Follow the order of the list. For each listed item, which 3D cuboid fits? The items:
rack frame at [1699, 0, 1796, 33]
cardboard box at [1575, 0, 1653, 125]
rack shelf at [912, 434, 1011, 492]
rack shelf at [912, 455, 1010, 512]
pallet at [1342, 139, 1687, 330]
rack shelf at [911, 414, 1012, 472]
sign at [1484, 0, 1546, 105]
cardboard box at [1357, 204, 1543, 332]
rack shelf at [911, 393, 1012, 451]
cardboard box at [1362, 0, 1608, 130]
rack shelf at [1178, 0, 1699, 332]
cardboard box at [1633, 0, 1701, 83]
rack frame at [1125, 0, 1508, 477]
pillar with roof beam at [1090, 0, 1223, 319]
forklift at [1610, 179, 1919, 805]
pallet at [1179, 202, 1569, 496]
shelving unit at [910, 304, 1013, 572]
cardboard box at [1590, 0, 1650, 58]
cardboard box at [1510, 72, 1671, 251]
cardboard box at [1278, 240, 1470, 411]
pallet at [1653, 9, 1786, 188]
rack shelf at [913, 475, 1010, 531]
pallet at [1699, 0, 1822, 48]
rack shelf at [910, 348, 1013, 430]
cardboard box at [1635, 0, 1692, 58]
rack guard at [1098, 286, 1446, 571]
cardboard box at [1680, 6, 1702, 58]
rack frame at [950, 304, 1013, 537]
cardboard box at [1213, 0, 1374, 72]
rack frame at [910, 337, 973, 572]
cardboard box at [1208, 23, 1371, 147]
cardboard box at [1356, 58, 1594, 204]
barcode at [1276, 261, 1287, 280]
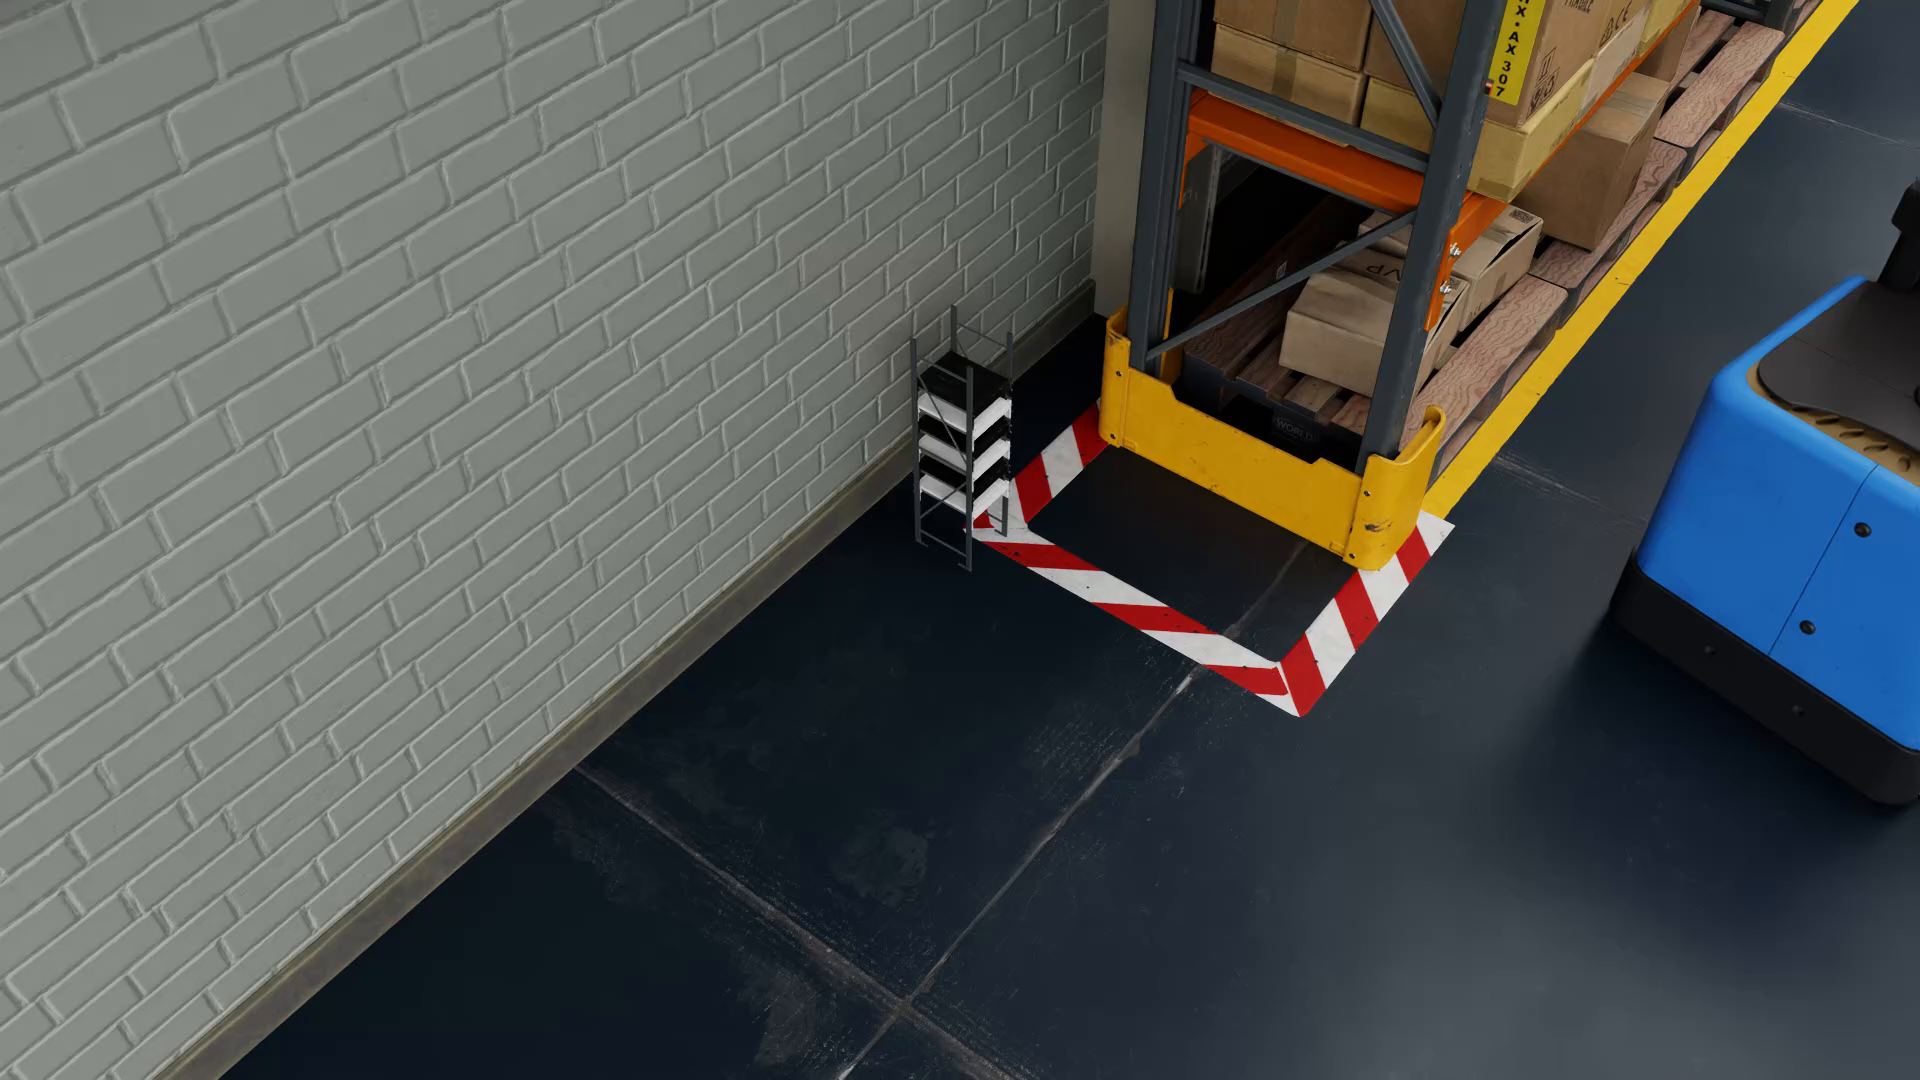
[{"bbox_3d":[3.449,-3.514,7.032,1.000,3.000,0.127,29,53,25],"label":"rack frame"},{"bbox_3d":[1.859,-1.622,5.315,0.500,0.250,0.500,28,52,24],"label":"cardboard box"},{"bbox_3d":[0.005,-0.292,5.453,0.258,0.077,0.200,29,53,25],"label":"rack shelf"},{"bbox_3d":[0.005,-0.230,5.518,0.258,0.077,0.200,29,53,25],"label":"rack shelf"},{"bbox_3d":[2.321,-1.449,6.989,1.003,0.211,1.213,29,53,25],"label":"pallet"},{"bbox_3d":[0.005,-0.355,5.388,0.258,0.077,0.200,29,53,25],"label":"rack shelf"},{"bbox_3d":[1.433,-1.284,4.304,0.100,0.325,0.005,29,53,25],"label":"sign"},{"bbox_3d":[1.846,-1.130,6.311,0.500,0.311,0.500,34,55,28],"label":"cardboard box"},{"bbox_3d":[0.005,-0.417,5.323,0.258,0.077,0.200,29,53,25],"label":"rack shelf"},{"bbox_3d":[1.533,-1.579,4.755,0.500,0.500,0.500,29,53,25],"label":"cardboard box"},{"bbox_3d":[2.226,-2.121,6.199,1.077,0.370,4.000,29,53,25],"label":"rack shelf"},{"bbox_3d":[2.846,-2.191,7.193,0.500,0.500,0.500,25,51,22],"label":"cardboard box"},{"bbox_3d":[1.003,-1.225,4.846,1.000,3.000,0.127,29,53,25],"label":"rack frame"},{"bbox_3d":[4.154,-2.177,1.606,9.100,9.000,0.400,29,53,25],"label":"pillar with roof beam"},{"bbox_3d":[3.580,-1.139,4.811,3.031,2.935,1.130,-31,54,-26],"label":"forklift"},{"bbox_3d":[1.575,-0.754,6.325,1.003,0.211,1.213,29,53,25],"label":"pallet"},{"bbox_3d":[0.005,-0.315,5.429,0.258,0.900,0.210,29,53,25],"label":"shelving unit"},{"bbox_3d":[1.843,-1.858,5.021,0.500,0.500,0.500,29,53,25],"label":"cardboard box"},{"bbox_3d":[2.334,-1.593,6.622,0.700,0.500,0.500,26,52,23],"label":"cardboard box"},{"bbox_3d":[1.498,-0.804,5.999,0.500,0.311,0.500,24,51,21],"label":"cardboard box"},{"bbox_3d":[3.066,-2.151,7.658,1.003,0.211,1.213,29,53,25],"label":"pallet"},{"bbox_3d":[0.005,-0.168,5.583,0.258,0.077,0.200,29,53,25],"label":"rack shelf"},{"bbox_3d":[3.924,-2.997,8.467,1.003,0.211,1.213,29,53,25],"label":"pallet"},{"bbox_3d":[0.005,-0.479,5.258,0.258,0.077,0.200,29,53,25],"label":"rack shelf"},{"bbox_3d":[2.175,-1.911,5.591,0.500,0.250,0.500,28,53,24],"label":"cardboard box"},{"bbox_3d":[1.050,-0.405,5.791,1.175,0.500,0.348,29,53,25],"label":"rack guard"},{"bbox_3d":[3.146,-2.368,7.592,0.380,0.166,0.250,23,50,20],"label":"cardboard box"},{"bbox_3d":[0.067,-0.374,5.484,0.240,0.900,0.006,29,53,25],"label":"rack frame"},{"bbox_3d":[1.123,-1.803,4.969,0.500,0.500,0.500,29,53,25],"label":"cardboard box"},{"bbox_3d":[-0.057,-0.257,5.373,0.240,0.900,0.006,29,53,25],"label":"rack frame"},{"bbox_3d":[1.136,-1.533,5.230,0.500,0.250,0.500,30,53,25],"label":"cardboard box"},{"bbox_3d":[1.553,-1.319,5.025,0.500,0.250,0.500,28,52,24],"label":"cardboard box"},{"bbox_3d":[1.192,-0.994,6.174,0.001,0.075,0.075,29,53,25],"label":"barcode"}]
